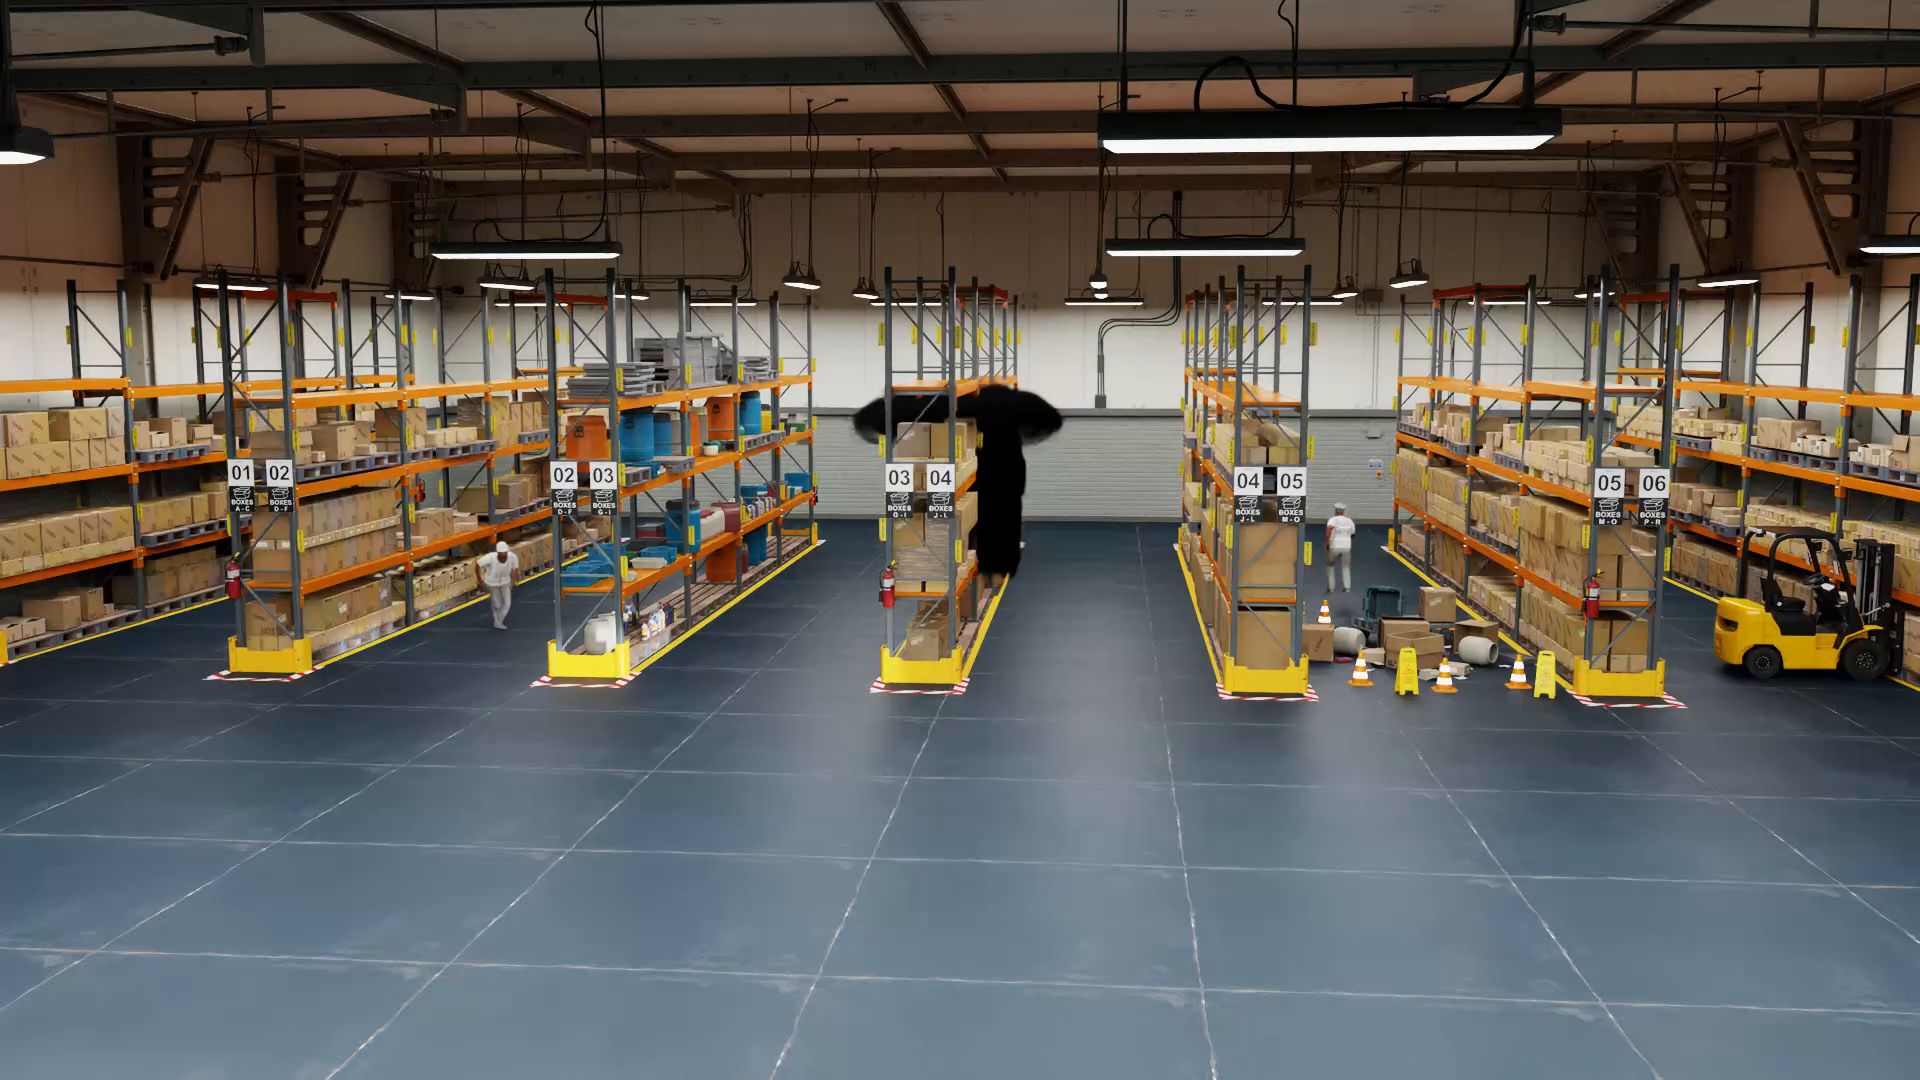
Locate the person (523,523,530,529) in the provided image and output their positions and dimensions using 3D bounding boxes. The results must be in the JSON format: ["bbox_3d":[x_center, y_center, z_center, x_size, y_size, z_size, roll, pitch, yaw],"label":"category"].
[{"bbox_3d":[-11.207,-1.034,42.339,0.805,1.846,0.642,0,7,2],"label":"person"}]

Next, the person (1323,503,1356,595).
[{"bbox_3d":[7.147,0.206,31.277,0.666,1.773,0.992,0,7,-2],"label":"person"}]

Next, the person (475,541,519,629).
[{"bbox_3d":[-7.944,0.774,28.538,0.729,1.563,0.932,-4,8,-28],"label":"person"}]
